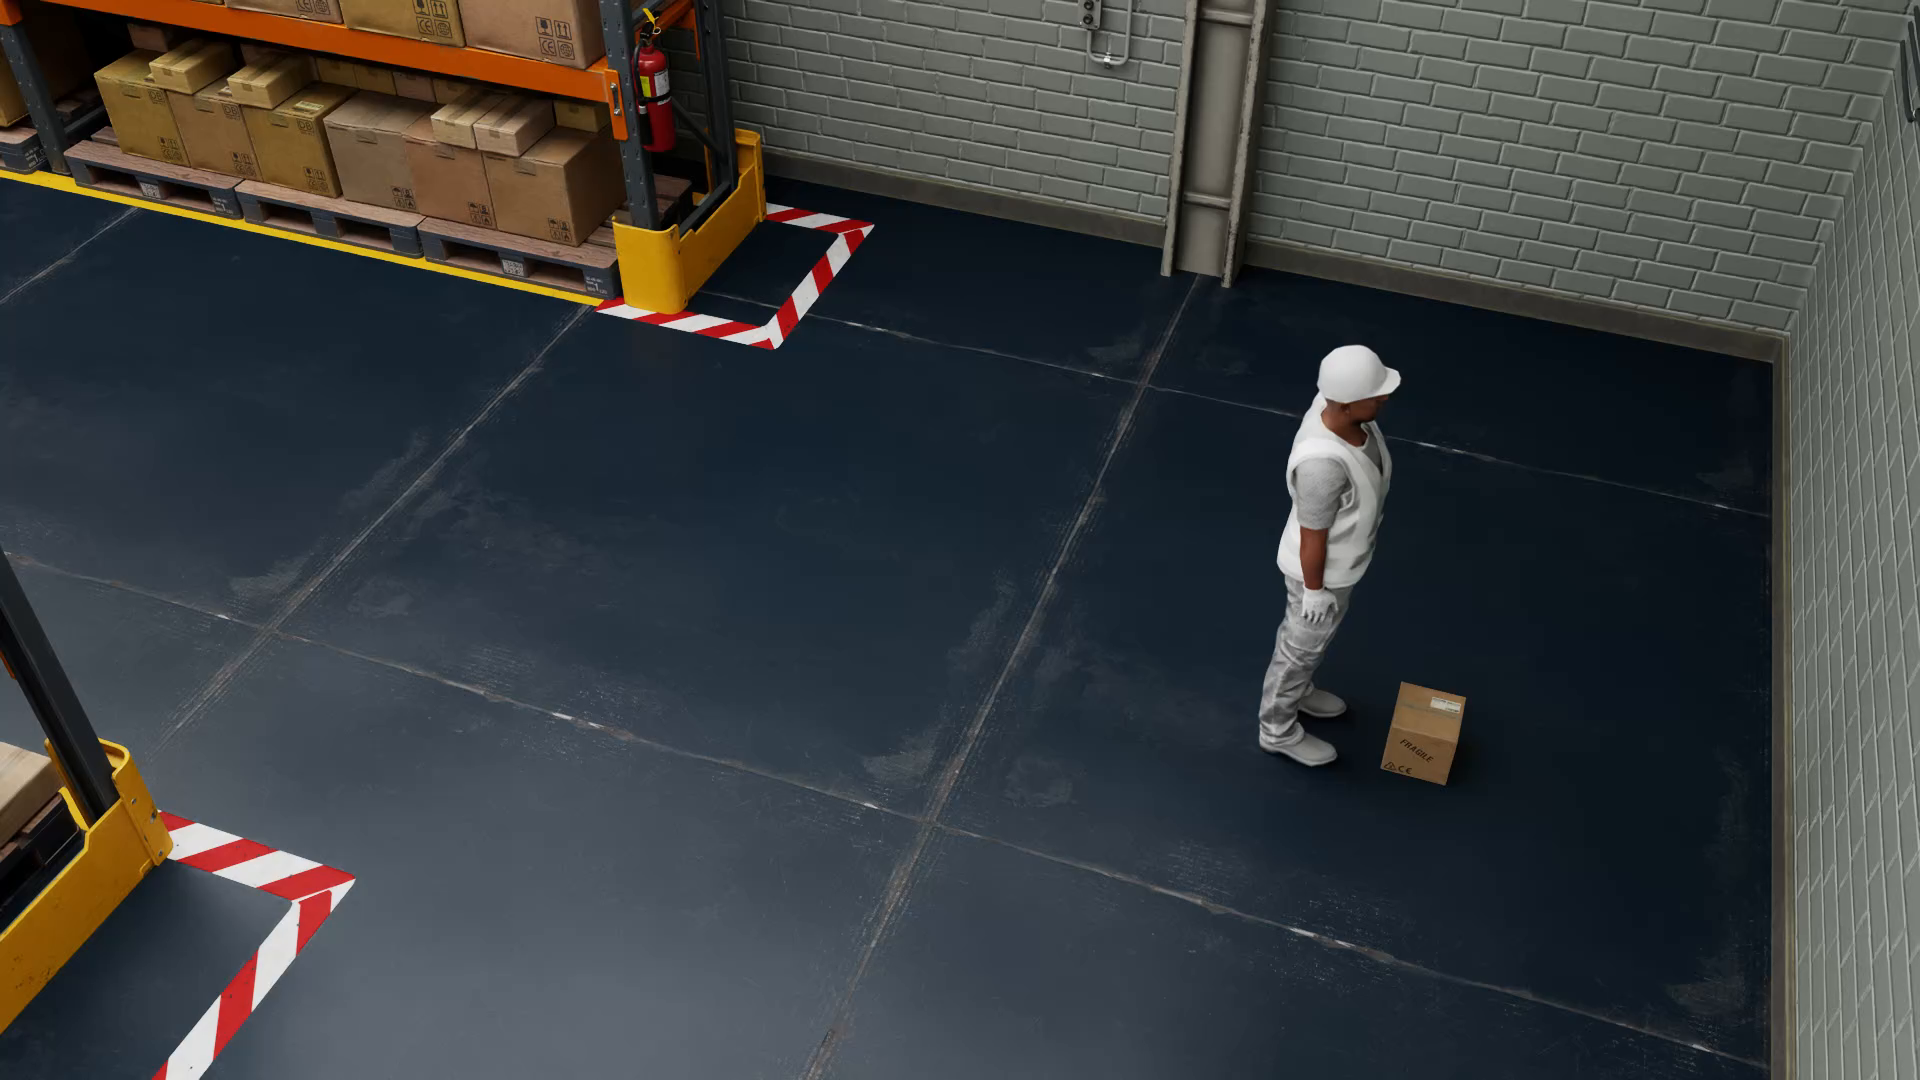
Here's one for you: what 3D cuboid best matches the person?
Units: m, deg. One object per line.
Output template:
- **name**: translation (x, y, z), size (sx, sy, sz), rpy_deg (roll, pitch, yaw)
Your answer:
- **person**: translation (1.349, 0.053, 6.070), size (0.380, 1.789, 0.546), rpy_deg (14, 43, 16)
